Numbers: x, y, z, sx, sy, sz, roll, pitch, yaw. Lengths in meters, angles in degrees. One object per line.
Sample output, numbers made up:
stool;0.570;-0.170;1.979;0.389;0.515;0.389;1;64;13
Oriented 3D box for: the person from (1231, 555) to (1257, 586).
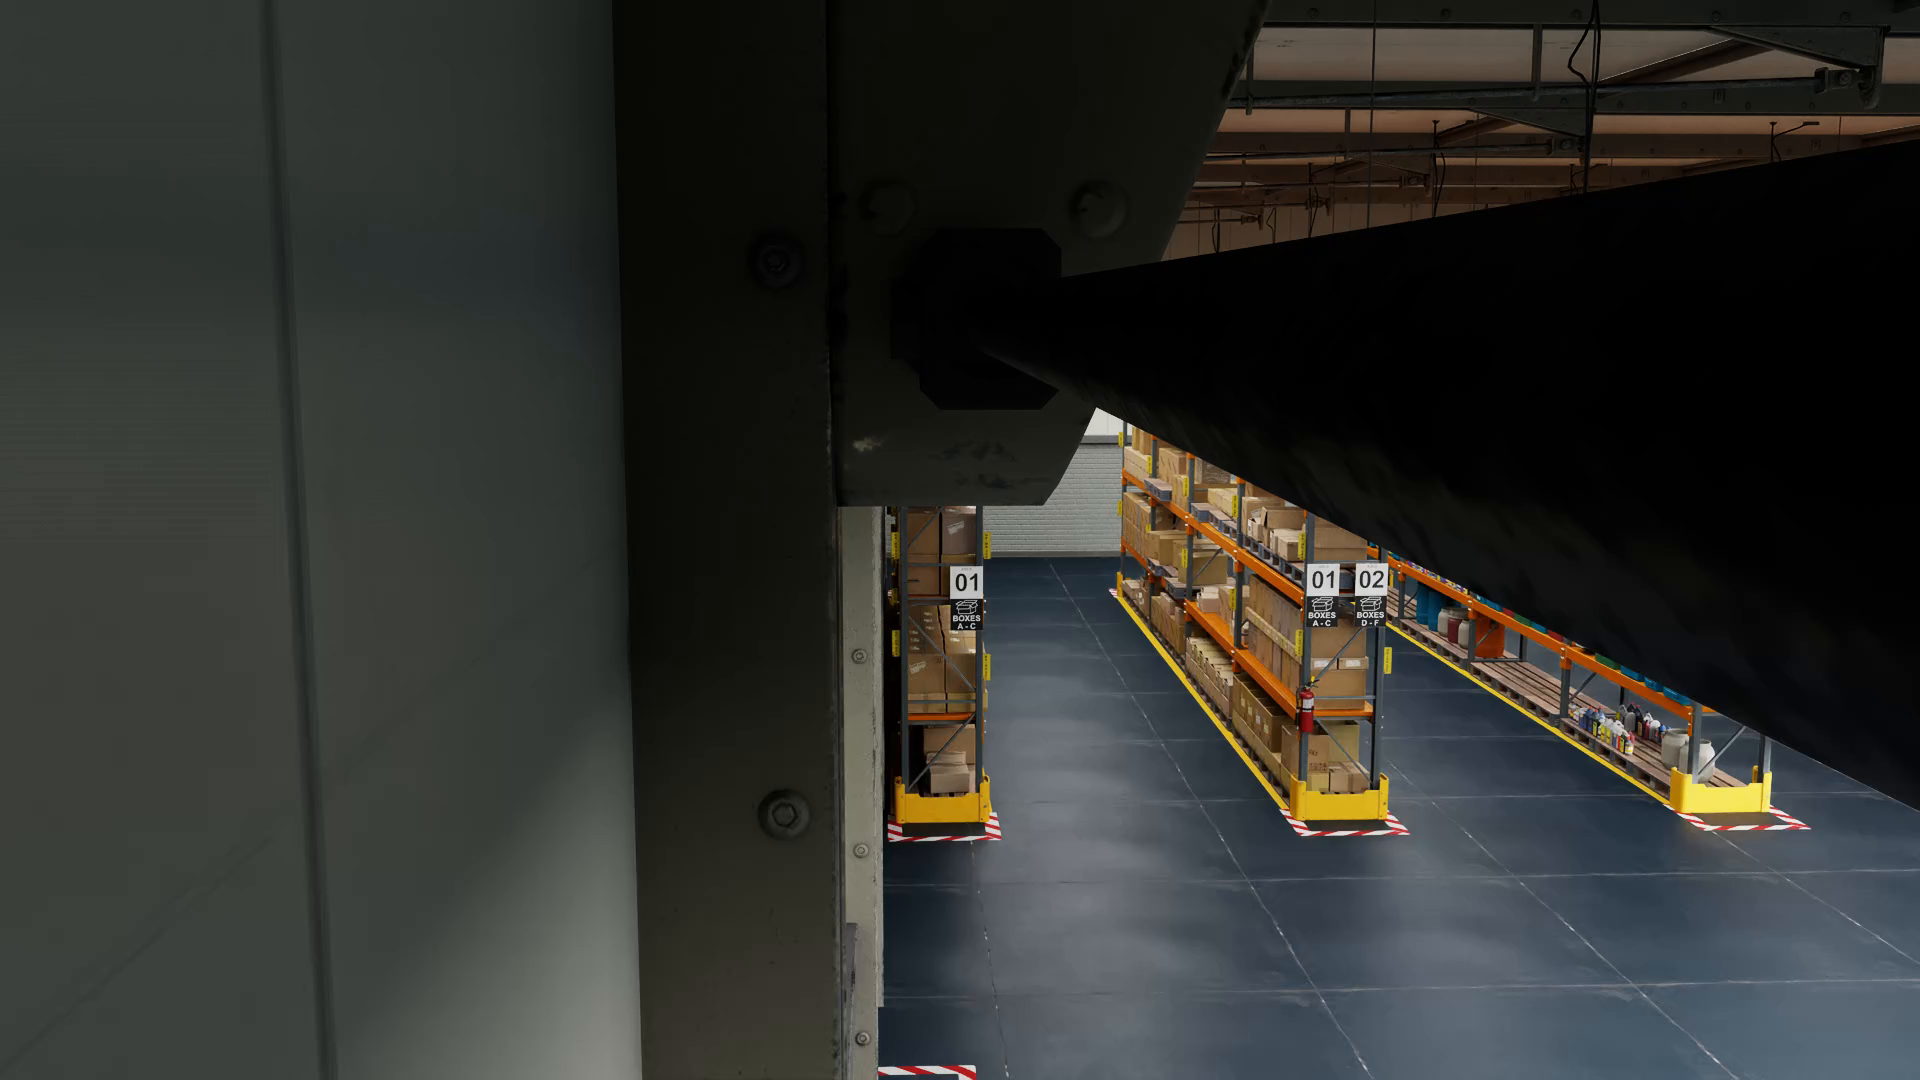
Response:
person;6.050;0.541;35.059;0.674;1.734;0.543;-1;8;-10
